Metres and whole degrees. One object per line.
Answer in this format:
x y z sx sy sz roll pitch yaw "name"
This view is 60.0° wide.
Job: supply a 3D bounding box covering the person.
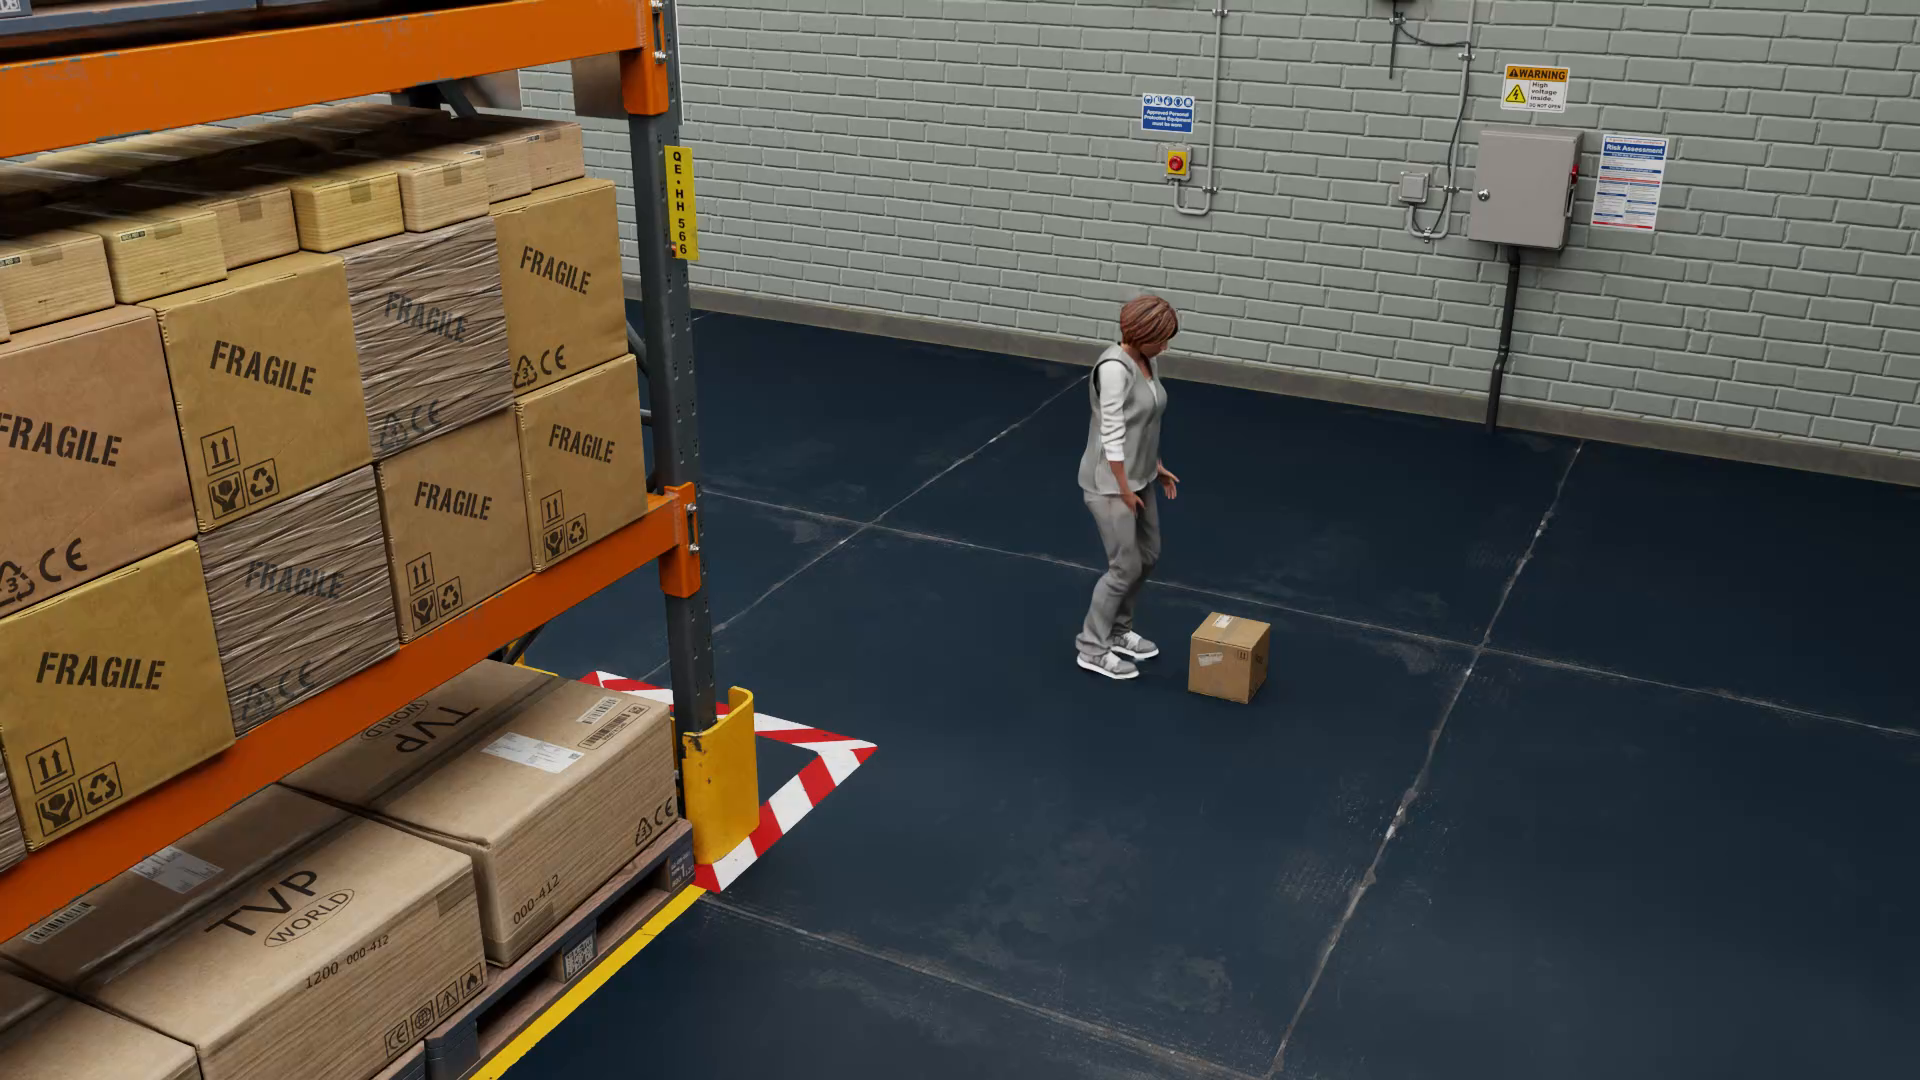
0.670 -0.225 6.678 0.353 1.573 0.420 12 26 26 "person"
